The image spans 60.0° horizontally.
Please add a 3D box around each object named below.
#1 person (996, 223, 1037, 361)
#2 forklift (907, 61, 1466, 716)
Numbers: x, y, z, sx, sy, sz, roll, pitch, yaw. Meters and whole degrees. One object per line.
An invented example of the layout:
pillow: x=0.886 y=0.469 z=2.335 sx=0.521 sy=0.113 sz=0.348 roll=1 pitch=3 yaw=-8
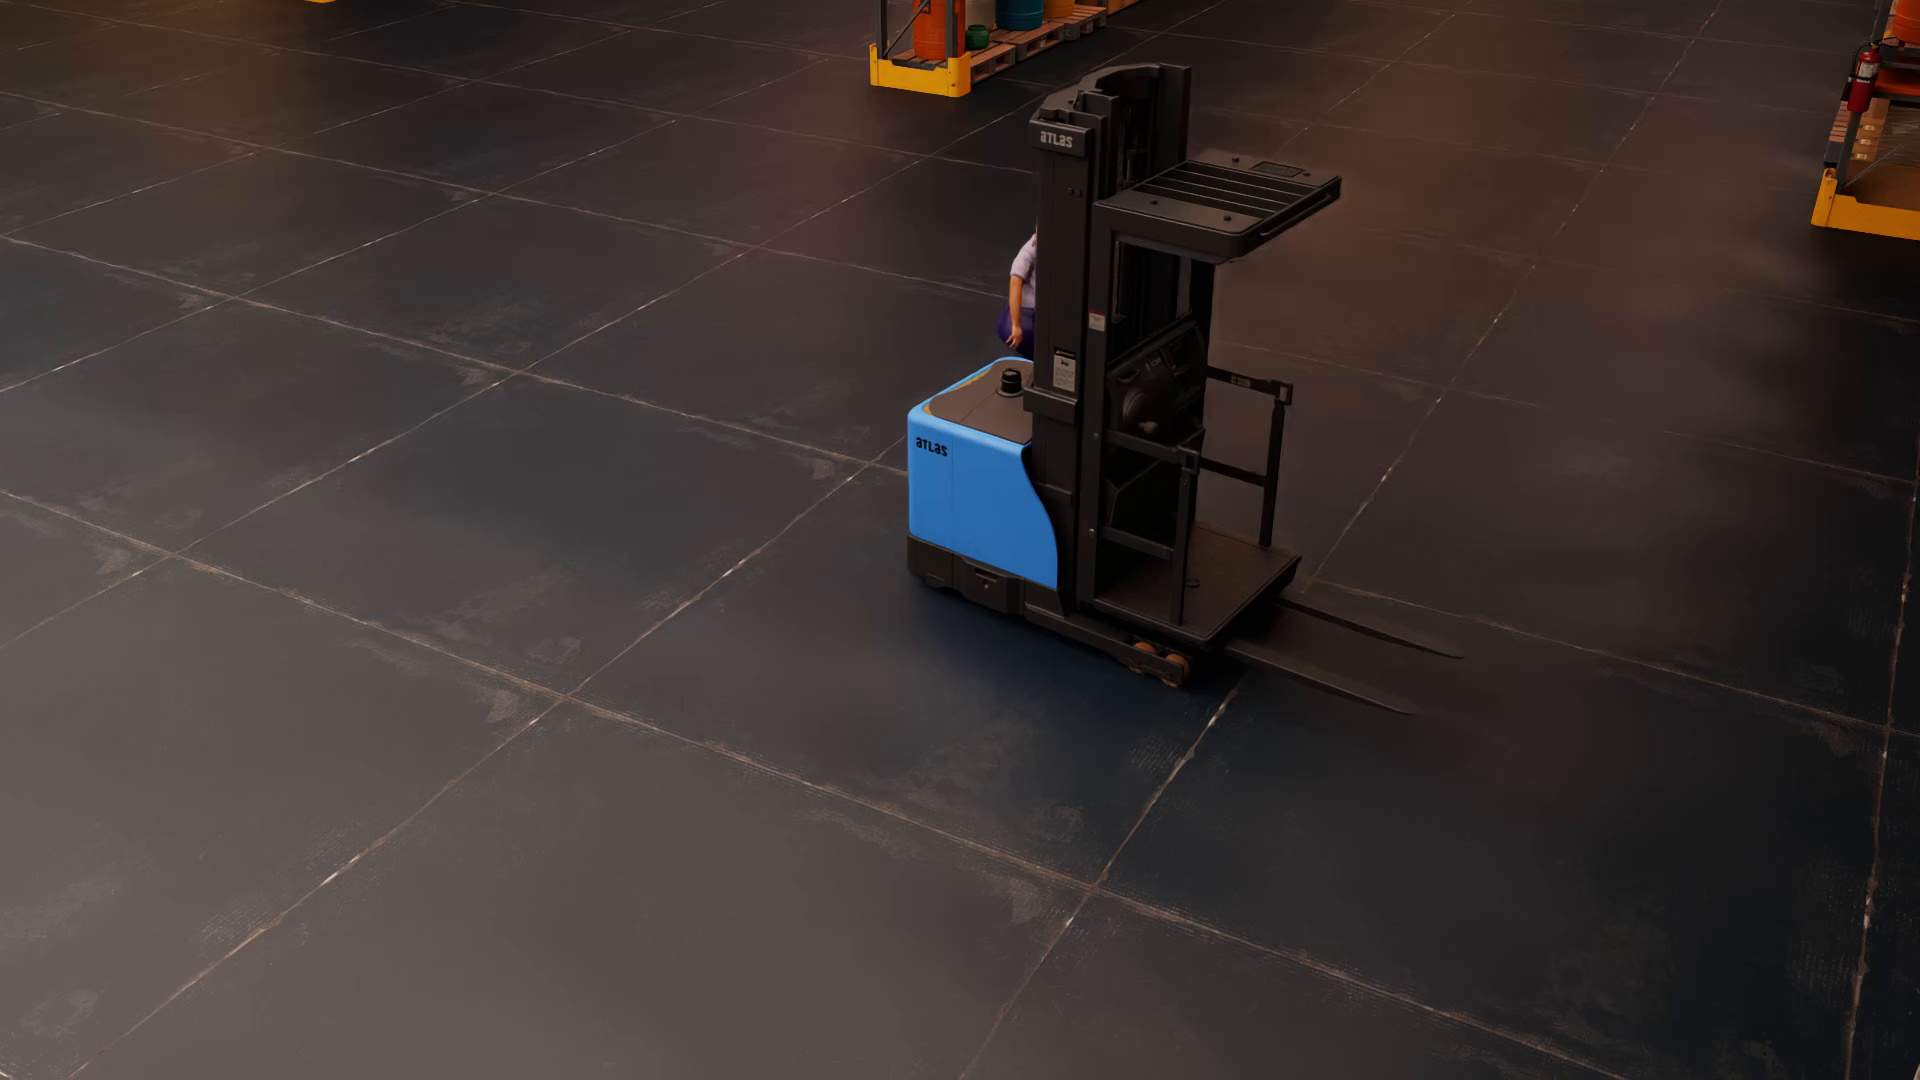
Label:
person: x=0.604 y=-1.451 z=11.077 sx=0.729 sy=1.473 sz=0.703 roll=-5 pitch=30 yaw=-8
forklift: x=1.185 y=-0.807 z=8.469 sx=3.031 sy=2.935 sz=1.130 roll=20 pitch=36 yaw=31
